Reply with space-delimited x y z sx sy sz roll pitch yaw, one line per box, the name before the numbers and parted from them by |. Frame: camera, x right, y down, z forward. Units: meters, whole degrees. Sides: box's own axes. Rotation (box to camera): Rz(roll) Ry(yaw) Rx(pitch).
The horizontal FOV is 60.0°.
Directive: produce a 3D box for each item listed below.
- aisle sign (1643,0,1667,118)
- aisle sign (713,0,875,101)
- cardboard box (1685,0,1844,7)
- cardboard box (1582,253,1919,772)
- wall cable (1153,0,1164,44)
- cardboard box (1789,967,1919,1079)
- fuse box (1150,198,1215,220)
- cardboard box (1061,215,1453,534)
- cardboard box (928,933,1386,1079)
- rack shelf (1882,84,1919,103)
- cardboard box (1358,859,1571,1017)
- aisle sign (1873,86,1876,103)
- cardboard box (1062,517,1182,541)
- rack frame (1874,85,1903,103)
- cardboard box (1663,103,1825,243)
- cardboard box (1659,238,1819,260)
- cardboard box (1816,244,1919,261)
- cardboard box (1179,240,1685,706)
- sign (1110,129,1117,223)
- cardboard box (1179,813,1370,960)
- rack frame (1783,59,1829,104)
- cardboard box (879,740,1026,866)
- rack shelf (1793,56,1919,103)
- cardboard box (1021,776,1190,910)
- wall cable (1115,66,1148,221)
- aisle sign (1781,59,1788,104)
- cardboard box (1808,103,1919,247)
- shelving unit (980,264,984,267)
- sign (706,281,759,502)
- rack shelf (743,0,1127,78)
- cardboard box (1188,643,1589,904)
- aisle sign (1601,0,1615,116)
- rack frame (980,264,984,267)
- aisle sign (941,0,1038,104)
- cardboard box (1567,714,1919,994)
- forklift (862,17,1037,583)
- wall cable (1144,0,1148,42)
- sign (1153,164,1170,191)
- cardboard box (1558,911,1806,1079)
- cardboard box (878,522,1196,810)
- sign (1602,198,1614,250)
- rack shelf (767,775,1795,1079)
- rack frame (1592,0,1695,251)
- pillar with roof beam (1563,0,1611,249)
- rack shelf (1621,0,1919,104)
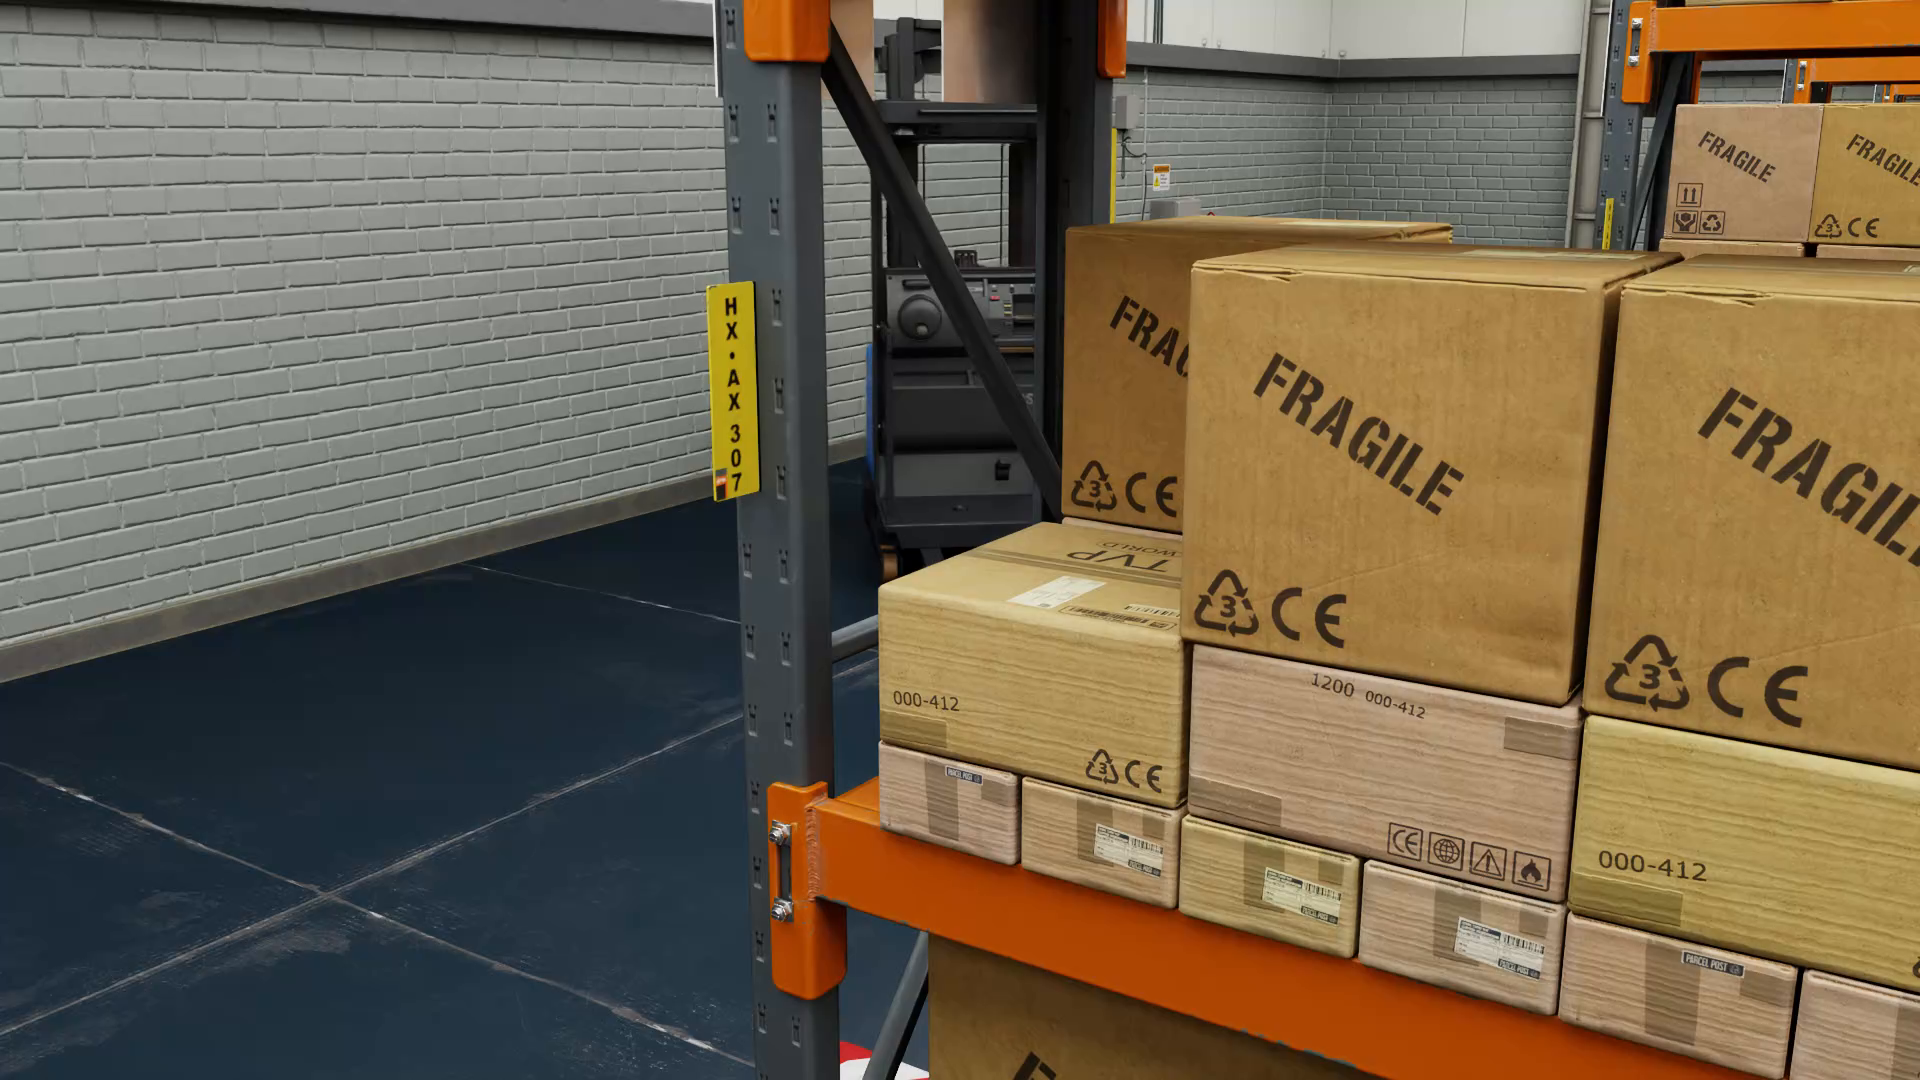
aisle sign | 2.930 -2.184 6.992 0.004 0.787 0.394 9 17 33
aisle sign | -0.256 -1.088 2.568 0.004 0.787 0.394 9 17 33
cardboard box | 3.053 -2.124 6.231 0.500 0.250 0.500 10 17 35
cardboard box | 1.067 -0.059 1.951 0.500 0.500 0.500 9 16 31
wall cable | 2.633 -6.190 16.022 0.133 3.039 2.988 9 17 33
cardboard box | 1.150 0.531 1.960 0.250 0.149 0.380 9 16 32
fuse box | 2.103 -2.378 15.868 0.414 1.711 0.539 9 17 33
cardboard box | 0.522 -0.299 2.922 0.500 0.500 0.500 9 17 33
cardboard box | 0.547 1.021 3.005 0.875 0.875 0.875 9 17 33
rack shelf | 9.928 -3.681 13.707 4.000 0.370 1.077 9 17 33
cardboard box | 0.725 0.462 2.238 0.250 0.149 0.380 9 16 32
aisle sign | 8.048 -4.055 14.553 0.004 0.787 0.394 9 17 33
cardboard box | 0.521 0.064 3.016 0.500 0.250 0.500 9 16 32
rack frame | 8.269 -2.843 15.065 0.127 3.000 1.000 9 17 33
cardboard box | 3.047 -1.417 6.398 0.500 0.500 0.500 9 17 32
cardboard box | 3.041 -0.930 6.509 0.500 0.500 0.500 10 17 35
cardboard box | 3.500 -0.863 6.240 0.500 0.500 0.500 9 17 33
cardboard box | 0.633 -0.127 2.226 0.500 0.500 0.500 9 16 31
sign | 0.285 -0.660 3.344 0.005 0.325 0.100 9 17 33
cardboard box | 0.508 0.427 2.378 0.250 0.149 0.380 9 16 31
rack frame | 5.502 -1.853 11.065 0.127 3.000 1.000 9 17 33
cardboard box | 0.081 0.359 2.655 0.250 0.149 0.380 9 17 33
rack shelf | 7.161 -2.691 9.707 4.000 0.370 1.077 9 17 33
cardboard box | 0.295 0.393 2.517 0.250 0.149 0.380 9 16 32
wall cable | 1.592 -3.382 15.127 0.122 1.984 0.588 9 17 33
aisle sign | 5.280 -3.066 10.558 0.004 0.787 0.394 9 17 33
cardboard box | 3.470 -1.351 6.130 0.500 0.500 0.500 10 17 34
shelving unit | 0.449 -0.999 10.736 0.755 1.500 0.431 4 14 15
sign | -0.344 -0.225 2.525 0.005 0.325 0.100 9 17 33
rack shelf | 1.631 -0.715 1.725 4.000 0.370 1.077 9 17 33
cardboard box | 0.654 0.238 2.311 0.500 0.250 0.500 9 16 32
aisle sign | 2.595 -2.064 6.508 0.004 0.787 0.394 9 17 33
rack frame | 0.096 -1.021 10.828 0.023 1.500 0.400 4 14 15
aisle sign | 0.079 -1.208 3.051 0.004 0.787 0.394 9 17 33
cardboard box | 1.069 0.306 2.036 0.500 0.250 0.500 9 16 31
forklift | 0.088 -1.276 8.877 1.130 2.935 3.031 -2 14 -6
wall cable | 1.047 -5.621 13.803 0.029 3.000 2.355 9 17 33
sign | 1.901 -3.421 15.682 0.001 0.242 0.339 9 17 33
cardboard box | 0.935 0.496 2.099 0.250 0.149 0.380 9 16 32
cardboard box | 0.219 0.170 2.587 0.500 0.250 0.500 9 16 31
sign | 2.520 -1.164 6.482 0.005 0.325 0.100 9 17 33
rack shelf | 1.631 0.741 2.085 4.000 0.370 1.077 9 17 33
rack frame | 2.823 -0.852 7.023 0.127 3.000 1.000 9 17 33
pillar with roof beam | 4.132 -5.438 13.063 0.400 9.000 9.100 9 17 33
rack shelf | 4.483 -1.691 5.665 4.000 0.370 1.077 9 17 33
